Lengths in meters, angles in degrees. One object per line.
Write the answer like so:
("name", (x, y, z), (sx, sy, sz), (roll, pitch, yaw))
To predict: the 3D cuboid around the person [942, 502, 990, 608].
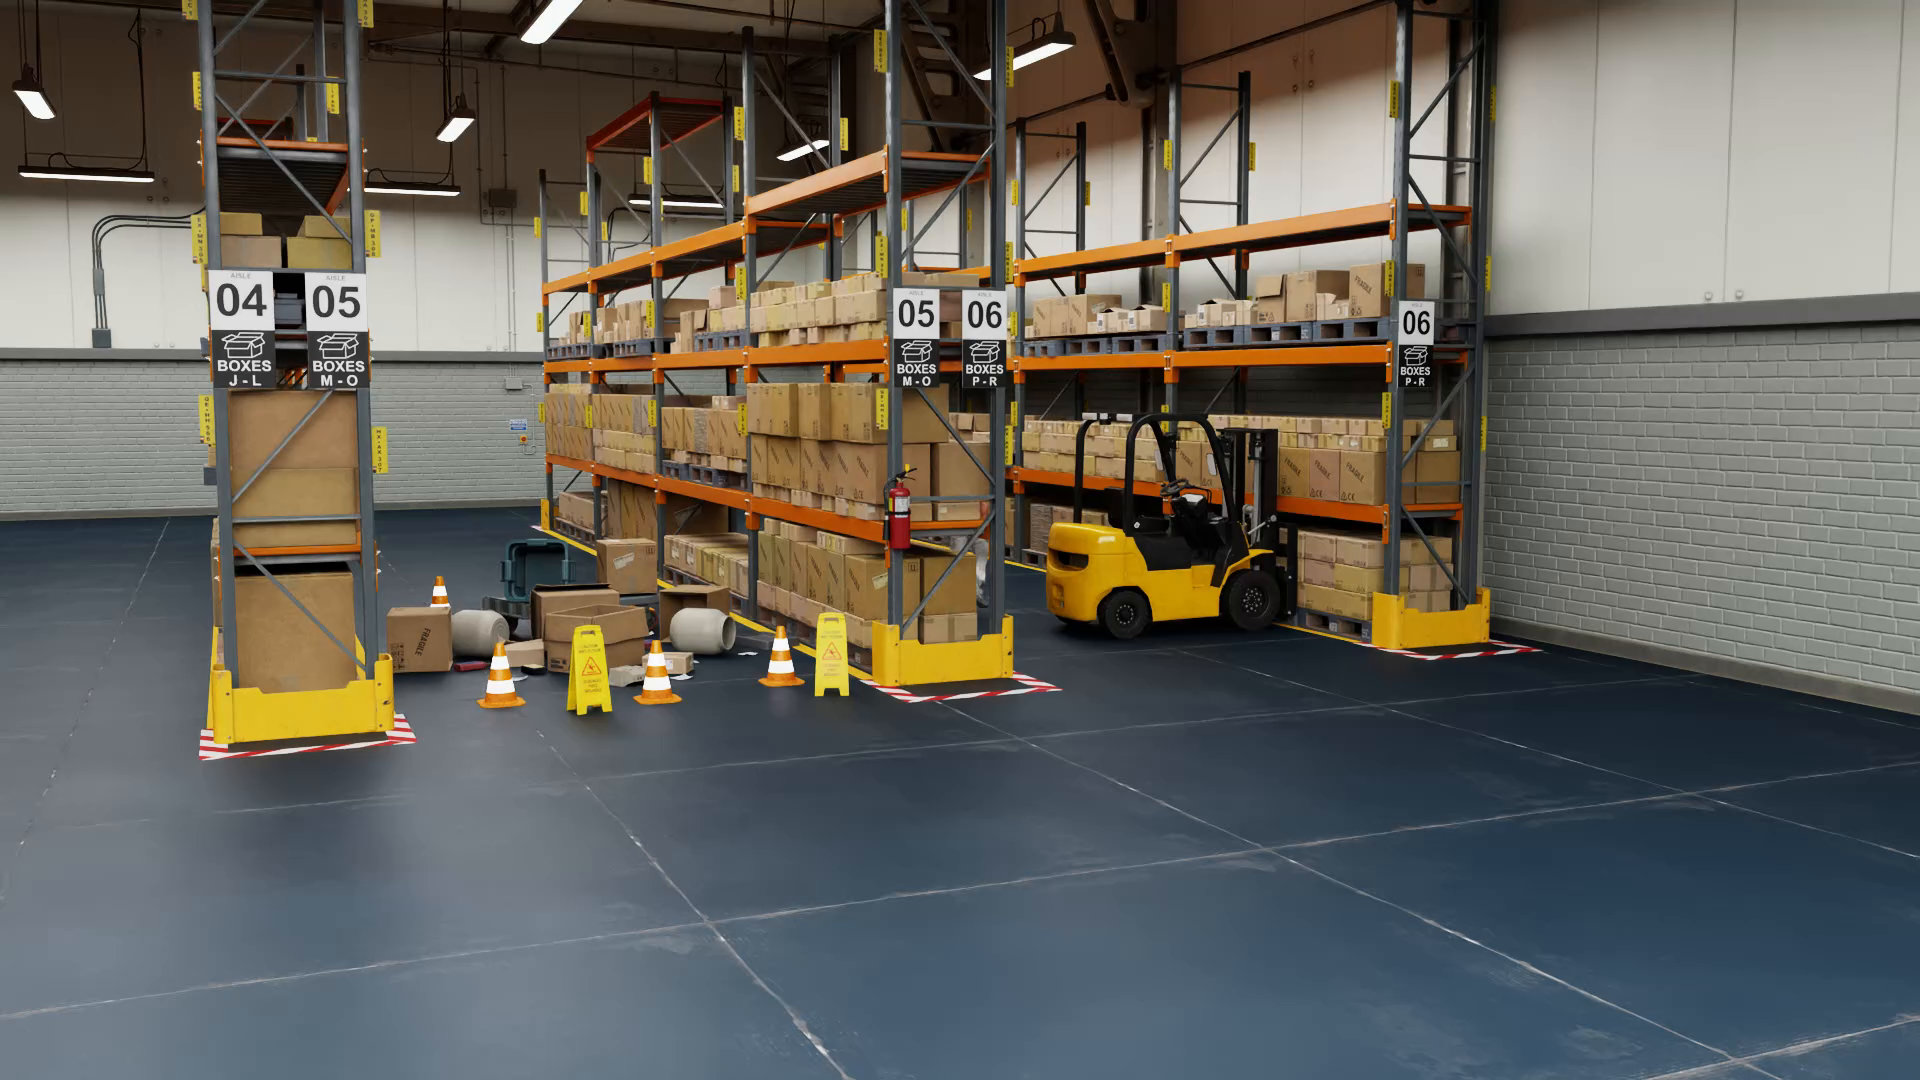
("person", (0.067, -0.130, 17.860), (0.583, 1.791, 0.548), (1, 5, 10))
